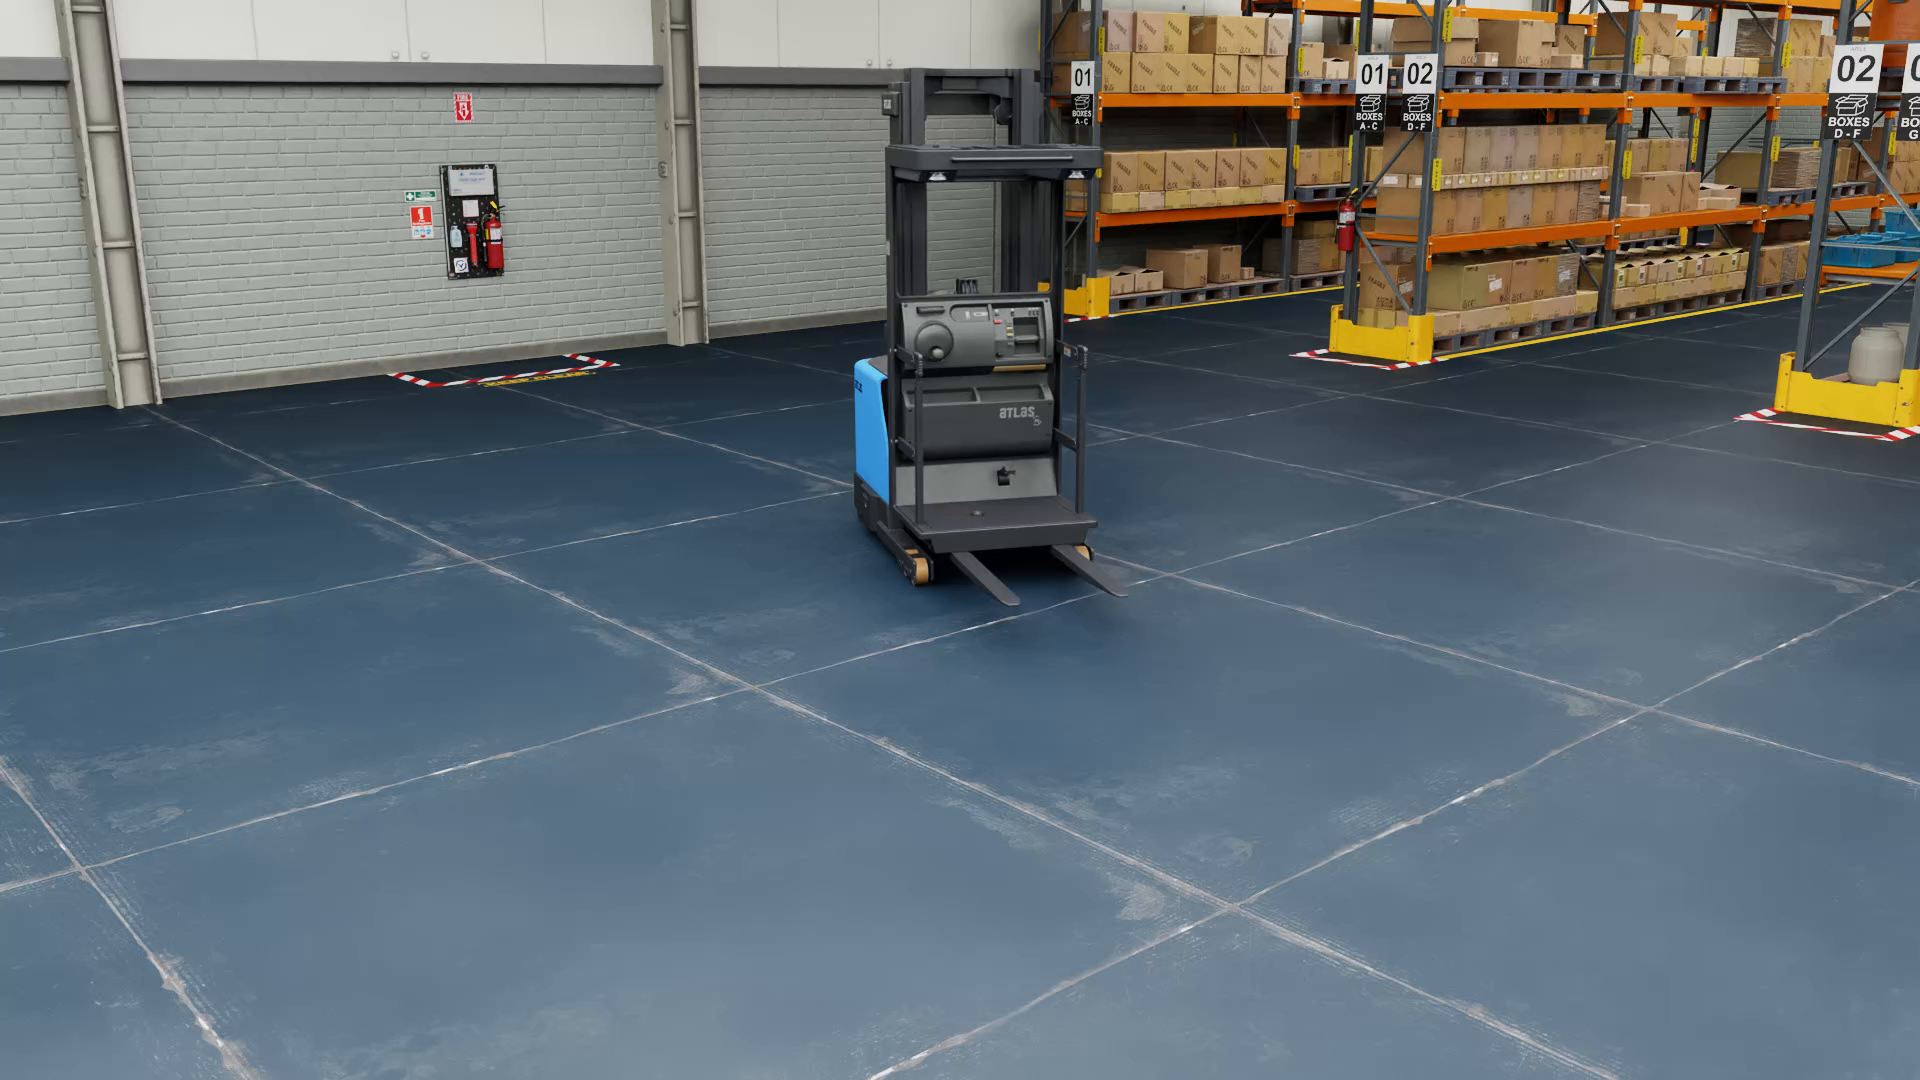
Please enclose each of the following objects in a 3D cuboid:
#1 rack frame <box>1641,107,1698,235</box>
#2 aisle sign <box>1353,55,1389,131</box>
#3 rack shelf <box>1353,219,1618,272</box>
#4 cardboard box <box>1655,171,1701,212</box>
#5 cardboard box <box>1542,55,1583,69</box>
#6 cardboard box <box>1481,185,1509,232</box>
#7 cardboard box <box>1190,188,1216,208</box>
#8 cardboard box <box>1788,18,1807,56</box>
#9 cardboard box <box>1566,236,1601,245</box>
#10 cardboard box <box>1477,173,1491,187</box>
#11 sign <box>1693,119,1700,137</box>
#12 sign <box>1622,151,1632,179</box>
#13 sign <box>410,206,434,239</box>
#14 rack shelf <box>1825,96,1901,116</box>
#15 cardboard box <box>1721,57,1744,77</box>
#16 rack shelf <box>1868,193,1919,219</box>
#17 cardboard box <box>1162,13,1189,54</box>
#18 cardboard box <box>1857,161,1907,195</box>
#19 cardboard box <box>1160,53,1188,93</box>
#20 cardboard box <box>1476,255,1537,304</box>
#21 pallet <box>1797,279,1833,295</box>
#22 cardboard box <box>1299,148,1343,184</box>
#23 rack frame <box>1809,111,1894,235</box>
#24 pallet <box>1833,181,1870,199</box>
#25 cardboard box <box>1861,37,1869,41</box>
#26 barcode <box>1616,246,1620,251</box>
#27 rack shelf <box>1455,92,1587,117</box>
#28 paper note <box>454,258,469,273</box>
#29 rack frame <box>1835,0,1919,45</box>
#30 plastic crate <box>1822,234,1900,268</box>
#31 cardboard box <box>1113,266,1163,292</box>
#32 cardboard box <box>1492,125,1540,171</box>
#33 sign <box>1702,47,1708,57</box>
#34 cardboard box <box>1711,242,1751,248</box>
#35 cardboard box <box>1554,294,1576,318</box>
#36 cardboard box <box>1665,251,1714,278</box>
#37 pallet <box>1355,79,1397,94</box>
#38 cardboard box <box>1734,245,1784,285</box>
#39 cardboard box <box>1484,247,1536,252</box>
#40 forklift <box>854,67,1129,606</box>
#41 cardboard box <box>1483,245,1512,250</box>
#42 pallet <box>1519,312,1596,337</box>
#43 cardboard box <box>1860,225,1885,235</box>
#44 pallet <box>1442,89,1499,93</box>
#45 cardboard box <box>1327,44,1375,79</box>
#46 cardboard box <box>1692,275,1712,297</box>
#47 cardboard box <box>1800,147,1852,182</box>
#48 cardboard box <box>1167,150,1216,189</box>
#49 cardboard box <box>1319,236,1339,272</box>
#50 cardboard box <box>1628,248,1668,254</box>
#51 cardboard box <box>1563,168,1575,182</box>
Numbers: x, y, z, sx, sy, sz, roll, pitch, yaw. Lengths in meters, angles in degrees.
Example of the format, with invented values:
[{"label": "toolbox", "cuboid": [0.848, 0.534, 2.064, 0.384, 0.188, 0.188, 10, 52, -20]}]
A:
[{"label": "rack frame", "cuboid": [13.476, -7.175, 31.797, 0.127, 3.000, 1.000, -13, 19, -39]}, {"label": "aisle sign", "cuboid": [4.418, -4.802, 17.879, 0.004, 0.787, 0.394, -13, 19, -39]}, {"label": "rack shelf", "cuboid": [6.170, -3.492, 19.403, 4.000, 0.370, 1.077, -13, 19, -39]}, {"label": "cardboard box", "cuboid": [9.441, -4.616, 22.027, 0.500, 0.500, 0.500, -14, 20, -42]}, {"label": "cardboard box", "cuboid": [6.948, -5.519, 19.188, 0.250, 0.149, 0.380, -13, 19, -39]}, {"label": "cardboard box", "cuboid": [5.793, -3.798, 18.963, 0.500, 0.500, 0.700, -12, 19, -39]}, {"label": "cardboard box", "cuboid": [3.136, -4.683, 22.722, 0.500, 0.250, 0.500, -12, 19, -39]}, {"label": "cardboard box", "cuboid": [11.414, -6.995, 23.182, 0.500, 0.500, 0.500, -13, 19, -39]}, {"label": "cardboard box", "cuboid": [11.090, -5.599, 29.928, 0.500, 0.500, 0.700, -12, 19, -39]}, {"label": "cardboard box", "cuboid": [5.677, -4.016, 18.522, 0.250, 0.149, 0.380, -13, 20, -40]}, {"label": "sign", "cuboid": [13.822, -7.740, 31.213, 0.005, 0.325, 0.100, -13, 19, -39]}, {"label": "sign", "cuboid": [8.044, -4.527, 20.053, 0.005, 0.325, 0.100, -13, 19, -39]}, {"label": "sign", "cuboid": [-5.534, -3.267, 17.100, 0.234, 0.329, 0.001, -13, 19, -39]}, {"label": "rack shelf", "cuboid": [9.418, -3.976, 15.404, 4.000, 0.370, 1.077, -13, 19, -39]}, {"label": "cardboard box", "cuboid": [10.007, -6.255, 22.019, 0.500, 0.250, 0.500, -12, 19, -38]}, {"label": "rack shelf", "cuboid": [15.222, -5.524, 27.014, 4.000, 0.370, 1.077, -13, 19, -39]}, {"label": "cardboard box", "cuboid": [2.647, -6.636, 21.800, 0.500, 0.500, 0.500, -12, 19, -38]}, {"label": "cardboard box", "cuboid": [14.277, -5.615, 25.764, 0.500, 0.500, 0.500, -12, 19, -38]}, {"label": "cardboard box", "cuboid": [2.640, -6.152, 21.924, 0.500, 0.500, 0.500, -12, 19, -37]}, {"label": "cardboard box", "cuboid": [6.345, -3.038, 19.373, 0.500, 0.500, 0.500, -13, 19, -39]}, {"label": "pallet", "cuboid": [12.204, -3.833, 24.691, 1.213, 0.211, 1.003, -13, 19, -39]}, {"label": "cardboard box", "cuboid": [5.256, -5.575, 24.764, 0.500, 0.500, 0.700, -10, 18, -34]}, {"label": "rack frame", "cuboid": [13.713, -5.533, 25.652, 0.127, 3.000, 1.000, -13, 19, -39]}, {"label": "pallet", "cuboid": [13.039, -5.326, 25.250, 1.213, 0.211, 1.003, -13, 19, -39]}, {"label": "cardboard box", "cuboid": [13.285, -7.211, 24.919, 0.600, 0.600, 0.600, 14, 20, 42]}, {"label": "barcode", "cuboid": [8.144, -3.609, 20.579, 0.075, 0.075, 0.001, -13, 19, -39]}, {"label": "rack shelf", "cuboid": [8.950, -7.260, 27.698, 4.000, 0.370, 1.077, -13, 19, -39]}, {"label": "paper note", "cuboid": [-5.228, -2.881, 17.431, 0.142, 0.148, 0.016, -13, 19, -39]}, {"label": "rack frame", "cuboid": [7.910, -5.434, 13.655, 0.127, 3.000, 1.000, -13, 19, -39]}, {"label": "plastic crate", "cuboid": [8.091, -2.607, 14.984, 0.616, 0.251, 0.499, -13, 19, -39]}, {"label": "cardboard box", "cuboid": [2.417, -3.574, 22.675, 0.500, 0.311, 0.500, -11, 18, -35]}, {"label": "cardboard box", "cuboid": [6.212, -4.522, 19.157, 0.500, 0.500, 0.700, -13, 19, -39]}, {"label": "sign", "cuboid": [10.341, -6.661, 23.058, 0.005, 0.325, 0.100, -13, 19, -39]}, {"label": "cardboard box", "cuboid": [11.247, -4.065, 24.146, 0.500, 0.500, 0.500, -12, 19, -37]}, {"label": "cardboard box", "cuboid": [7.088, -2.849, 20.116, 0.500, 0.250, 0.500, -13, 19, -39]}, {"label": "cardboard box", "cuboid": [9.692, -3.690, 22.180, 0.500, 0.311, 0.500, -13, 20, -40]}, {"label": "pallet", "cuboid": [5.740, -6.760, 24.798, 1.003, 0.211, 1.213, -13, 19, -39]}, {"label": "cardboard box", "cuboid": [11.227, -3.882, 23.462, 0.500, 0.500, 0.500, -12, 19, -37]}, {"label": "cardboard box", "cuboid": [6.751, -3.311, 20.394, 0.500, 0.500, 0.500, -13, 19, -39]}, {"label": "forklift", "cuboid": [0.167, -1.261, 9.793, 1.130, 2.935, 3.031, -4, 15, -15]}, {"label": "cardboard box", "cuboid": [8.747, -5.230, 27.868, 0.750, 0.750, 0.750, -13, 20, -40]}, {"label": "pallet", "cuboid": [7.051, -2.704, 20.465, 1.213, 0.211, 1.003, -13, 19, -39]}, {"label": "cardboard box", "cuboid": [15.127, -4.859, 27.113, 0.637, 0.503, 0.797, -13, 19, -39]}, {"label": "pallet", "cuboid": [7.892, -7.297, 26.808, 1.003, 0.211, 1.213, -12, 19, -37]}, {"label": "cardboard box", "cuboid": [5.819, -7.128, 24.803, 0.500, 0.500, 0.500, -14, 20, -41]}, {"label": "cardboard box", "cuboid": [9.691, -3.421, 22.258, 0.500, 0.250, 0.500, -12, 19, -38]}, {"label": "cardboard box", "cuboid": [13.209, -5.748, 25.448, 0.700, 0.500, 0.500, 8, 17, 28]}, {"label": "cardboard box", "cuboid": [3.119, -5.044, 22.619, 0.500, 0.500, 0.500, -12, 19, -38]}, {"label": "cardboard box", "cuboid": [5.325, -4.372, 25.296, 0.500, 0.500, 0.700, -13, 20, -40]}, {"label": "cardboard box", "cuboid": [9.331, -3.793, 22.565, 0.500, 0.311, 0.500, -13, 20, -41]}, {"label": "cardboard box", "cuboid": [7.033, -4.321, 19.663, 0.250, 0.149, 0.380, -13, 20, -39]}]
